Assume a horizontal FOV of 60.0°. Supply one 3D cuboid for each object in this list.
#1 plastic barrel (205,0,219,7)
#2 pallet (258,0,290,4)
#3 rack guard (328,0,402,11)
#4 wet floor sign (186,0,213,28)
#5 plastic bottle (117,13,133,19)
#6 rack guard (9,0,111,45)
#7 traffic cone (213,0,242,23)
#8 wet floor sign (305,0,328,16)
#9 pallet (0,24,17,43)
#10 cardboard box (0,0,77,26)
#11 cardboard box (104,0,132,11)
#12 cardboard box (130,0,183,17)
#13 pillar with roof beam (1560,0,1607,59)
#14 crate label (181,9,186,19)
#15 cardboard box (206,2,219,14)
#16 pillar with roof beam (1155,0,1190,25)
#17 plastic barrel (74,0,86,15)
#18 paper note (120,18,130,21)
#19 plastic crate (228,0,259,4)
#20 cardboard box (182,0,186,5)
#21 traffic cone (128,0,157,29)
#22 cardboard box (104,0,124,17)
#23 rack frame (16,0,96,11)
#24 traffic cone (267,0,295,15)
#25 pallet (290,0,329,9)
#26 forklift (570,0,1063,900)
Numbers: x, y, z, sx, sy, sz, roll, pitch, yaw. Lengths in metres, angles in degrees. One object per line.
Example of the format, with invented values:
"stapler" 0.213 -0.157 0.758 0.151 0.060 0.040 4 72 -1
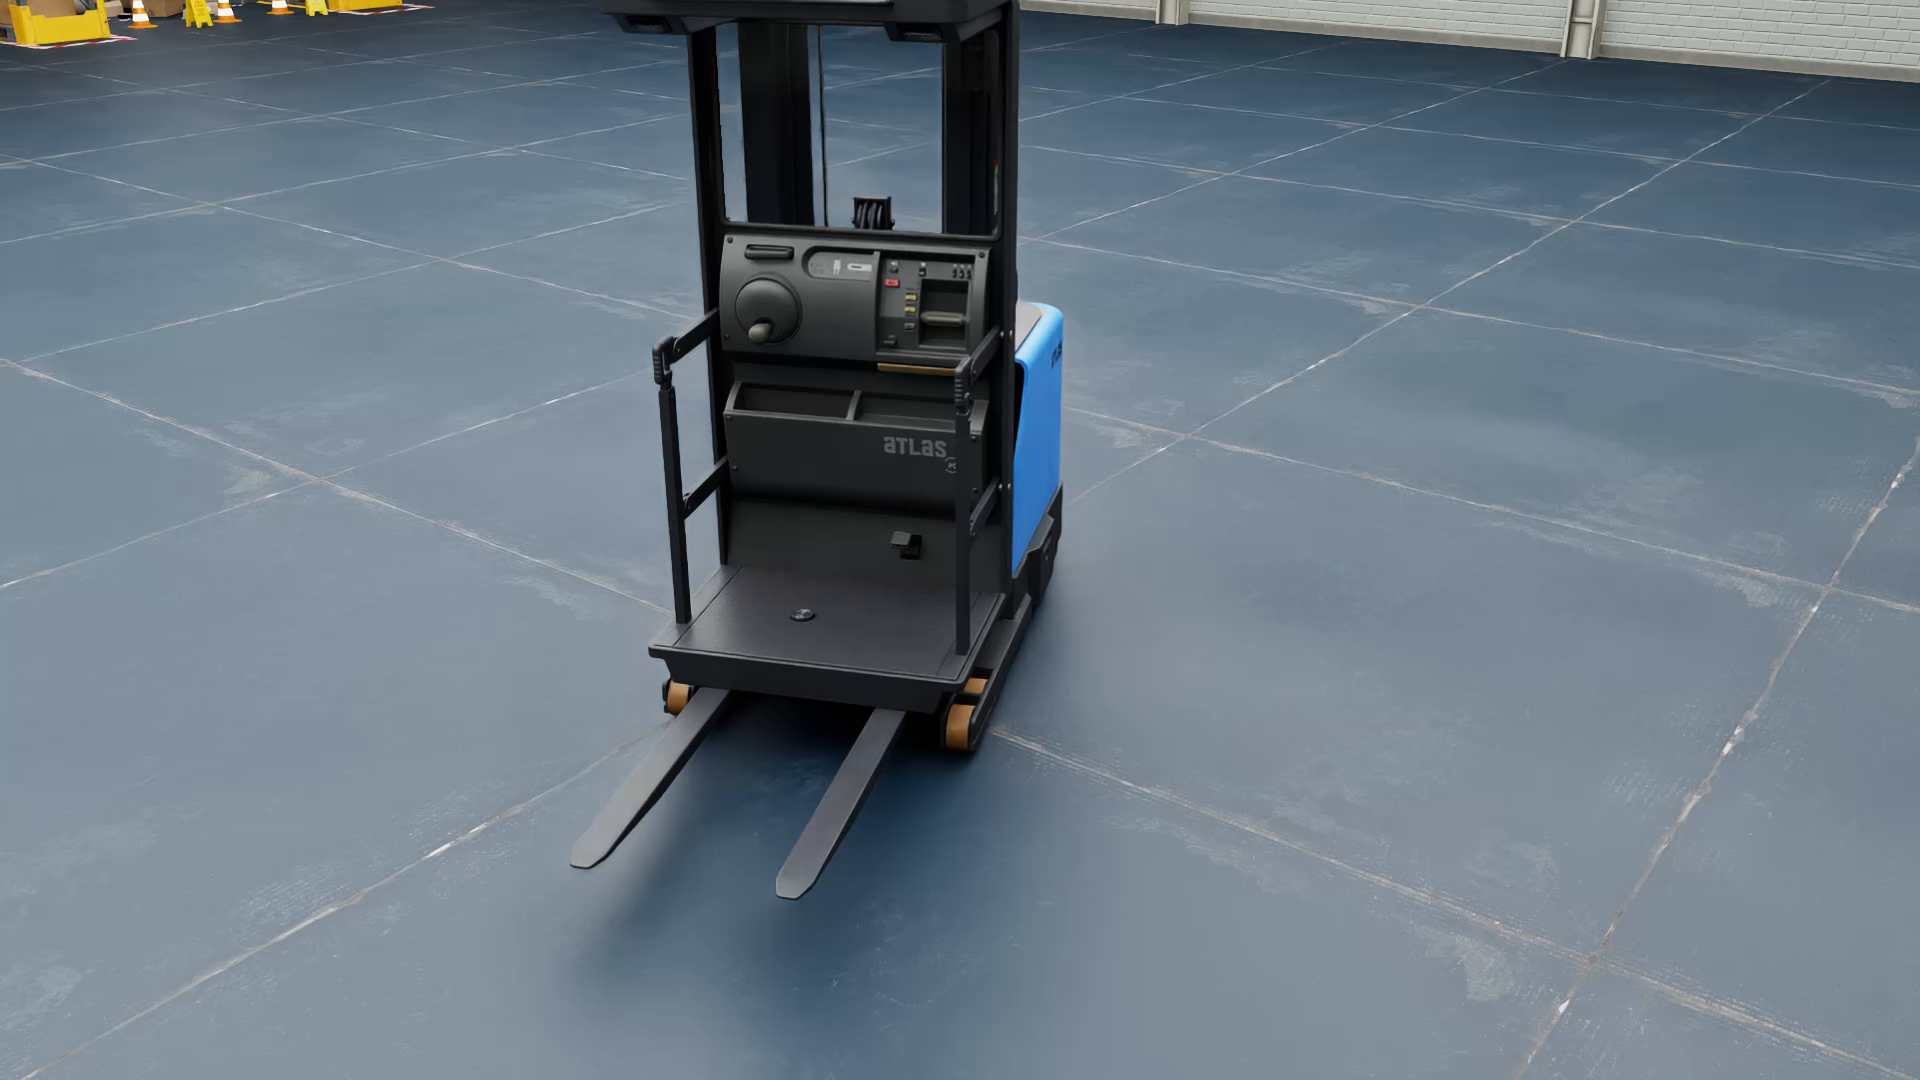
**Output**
"plastic barrel" -11.981 -8.694 26.457 0.512 0.421 0.421 -5 24 -12
"pallet" -11.082 -9.107 27.658 1.213 0.211 1.003 17 29 33
"rack guard" -9.481 -8.736 26.458 0.348 0.500 1.175 17 29 33
"wet floor sign" -11.097 -7.795 24.141 0.232 0.644 0.267 12 26 24
"plastic bottle" -12.659 -7.940 25.195 0.283 0.061 0.133 7 25 15
"rack guard" -12.289 -7.091 22.723 0.348 0.500 1.175 17 29 33
"traffic cone" -10.932 -7.948 24.716 0.334 0.463 0.336 17 29 33
"wet floor sign" -9.910 -8.393 25.499 0.267 0.644 0.232 -15 28 -30
"pallet" -12.995 -7.132 23.176 1.213 0.211 1.003 17 29 33
"cardboard box" -12.890 -7.603 22.900 0.875 0.875 0.875 17 29 34
"cardboard box" -13.097 -8.613 26.006 0.503 0.637 0.797 17 29 33
"cardboard box" -12.344 -8.327 25.526 0.637 0.503 0.797 -1 24 -3
"pillar with roof beam" 5.359 -8.927 16.350 0.400 9.000 9.100 17 29 33
"crate label" -11.598 -7.969 25.168 0.298 0.136 0.250 3 24 6
"cardboard box" -11.680 -8.222 25.727 0.380 0.149 0.250 -10 26 -21
"pillar with roof beam" 0.558 -10.378 19.643 0.400 9.000 9.100 17 29 33
"plastic barrel" -13.681 -8.249 25.448 0.512 0.421 0.421 -5 24 -12
"paper note" -12.511 -7.798 24.912 0.144 0.017 0.142 -15 28 -30
"plastic crate" -11.856 -8.849 27.234 0.583 0.080 0.402 7 25 15
"cardboard box" -12.580 -8.988 27.027 0.500 0.500 0.500 -5 24 -12
"traffic cone" -11.881 -7.666 24.075 0.334 0.463 0.336 17 29 33
"cardboard box" -13.029 -8.135 25.384 0.396 0.266 0.258 -21 31 -39
"rack frame" -12.308 -8.240 22.232 0.127 3.000 1.000 17 29 33
"traffic cone" -10.538 -8.389 25.715 0.334 0.463 0.336 17 29 33
"pallet" -10.110 -8.812 26.988 1.213 0.211 1.003 17 29 33
"forklift" -0.410 -0.792 5.412 1.130 2.935 3.031 6 24 12
